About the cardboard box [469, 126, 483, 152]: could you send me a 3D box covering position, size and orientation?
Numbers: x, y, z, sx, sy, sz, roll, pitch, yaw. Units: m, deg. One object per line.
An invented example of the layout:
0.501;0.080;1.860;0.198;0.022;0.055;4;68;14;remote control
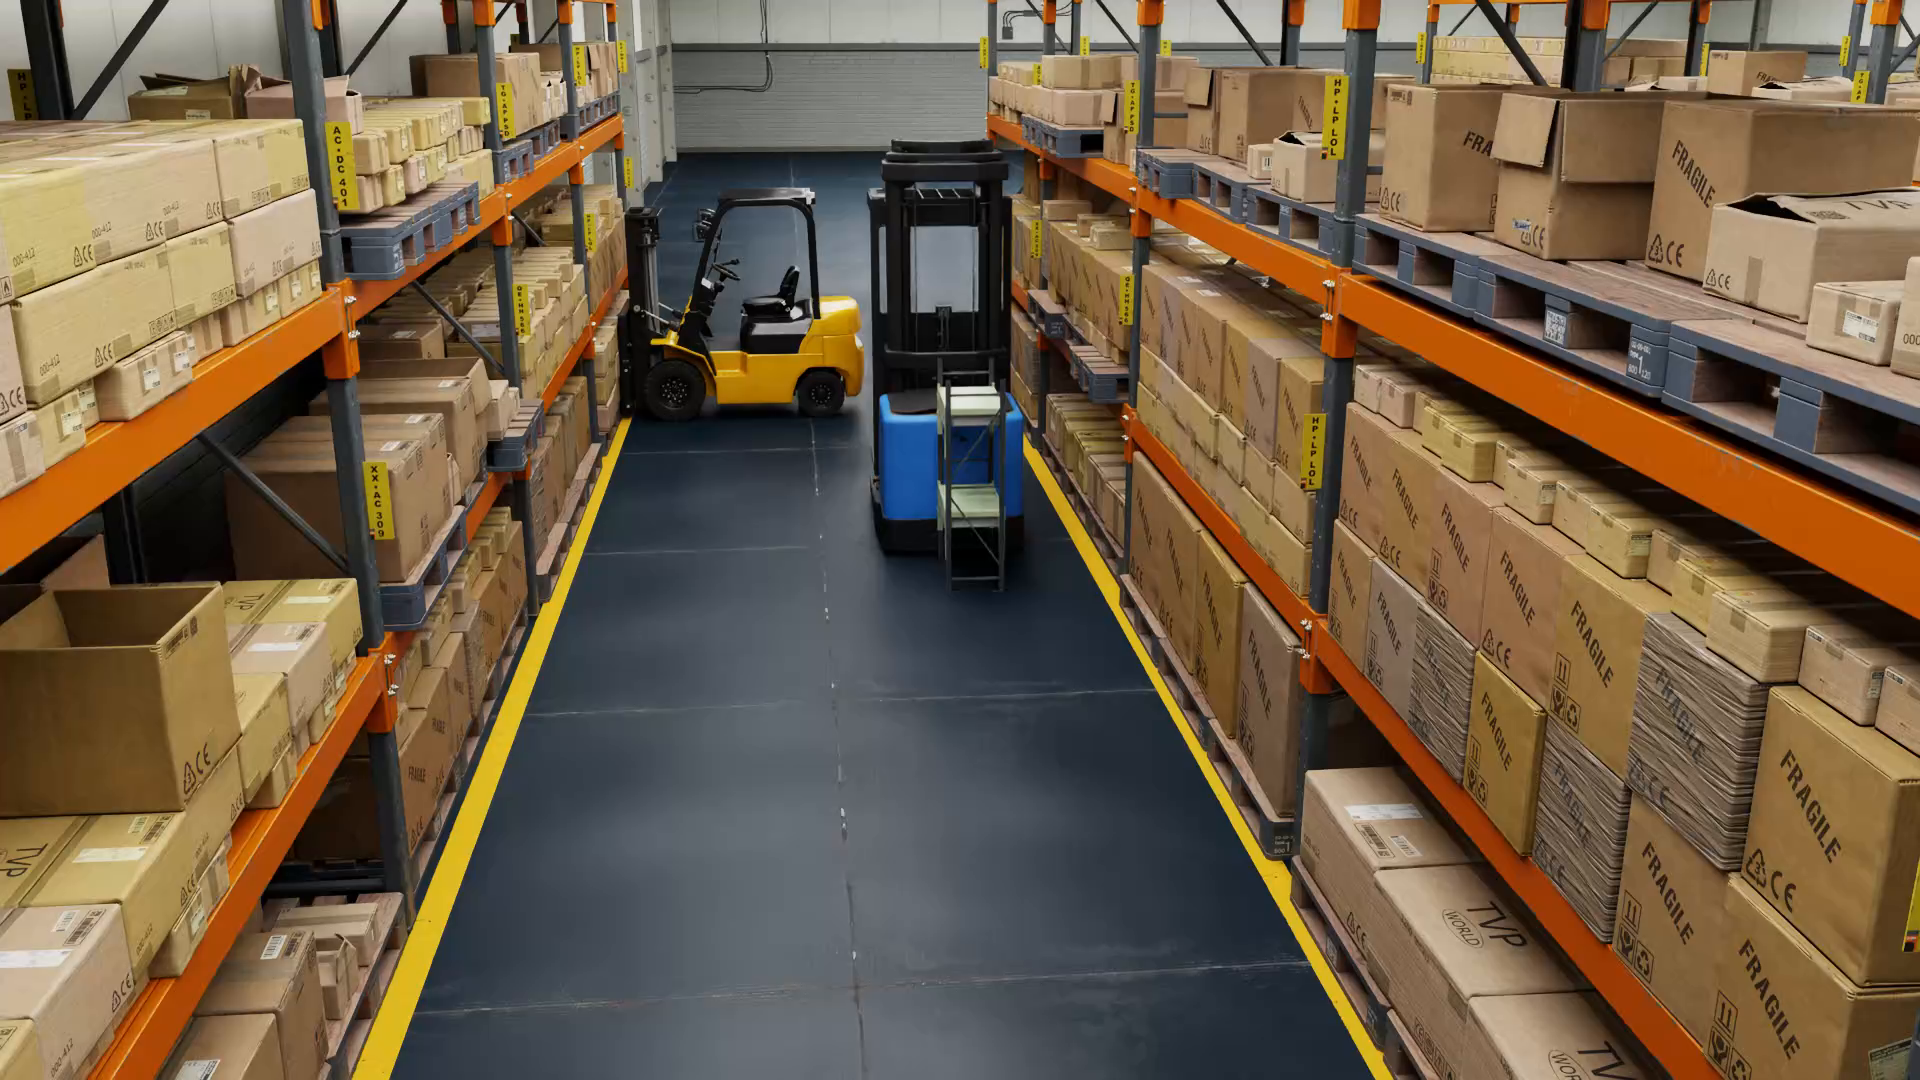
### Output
-3.032;-2.370;9.794;0.380;0.149;0.250;-1;17;-5;cardboard box

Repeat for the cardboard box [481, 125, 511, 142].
-3.041;-2.599;10.462;0.380;0.166;0.250;-2;18;-6;cardboard box

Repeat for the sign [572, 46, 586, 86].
-3.181;-3.957;13.878;0.100;0.325;0.005;-2;18;-6;sign

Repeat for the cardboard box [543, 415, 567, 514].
-3.503;-0.567;12.738;0.875;0.625;0.625;-3;18;-8;cardboard box

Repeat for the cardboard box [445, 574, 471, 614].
-2.896;0.300;9.103;0.380;0.149;0.250;-3;18;-8;cardboard box

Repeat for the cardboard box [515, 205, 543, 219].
-4.154;-3.077;15.724;0.380;0.149;0.250;-2;18;-6;cardboard box

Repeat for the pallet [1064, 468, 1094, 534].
1.427;-0.338;13.400;1.003;0.211;1.213;-2;18;-6;pallet

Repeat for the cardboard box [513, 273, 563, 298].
-3.198;-1.916;12.521;0.380;0.149;0.250;-2;18;-7;cardboard box

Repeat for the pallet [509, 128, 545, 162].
-3.585;-2.792;11.869;1.003;0.211;1.213;-1;17;-3;pallet

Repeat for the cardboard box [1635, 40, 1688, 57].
6.431;-4.506;15.234;0.380;0.149;0.250;-2;18;-5;cardboard box

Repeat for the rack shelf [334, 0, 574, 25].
-3.514;-3.842;11.760;1.077;0.370;4.000;-2;18;-6;rack shelf

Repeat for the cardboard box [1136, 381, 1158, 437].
1.430;-0.847;10.619;0.500;0.250;0.500;-2;18;-7;cardboard box

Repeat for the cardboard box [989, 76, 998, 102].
0.591;-4.799;17.703;0.500;0.250;0.500;-2;18;-7;cardboard box

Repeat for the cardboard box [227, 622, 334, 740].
-2.533;0.496;5.842;0.500;0.250;0.500;-2;18;-5;cardboard box

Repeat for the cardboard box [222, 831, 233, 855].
-2.469;0.941;5.091;0.380;0.149;0.250;-2;18;-6;cardboard box

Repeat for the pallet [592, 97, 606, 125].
-3.957;-4.115;15.915;1.003;0.211;1.213;-2;18;-6;pallet

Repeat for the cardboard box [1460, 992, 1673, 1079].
2.184;1.867;5.298;0.875;0.438;0.875;-1;17;-4;cardboard box

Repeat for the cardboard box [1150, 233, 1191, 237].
1.592;-2.222;13.382;0.500;0.500;0.500;-1;17;-4;cardboard box

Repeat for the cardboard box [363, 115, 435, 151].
-2.691;-1.912;7.806;0.380;0.149;0.250;-2;18;-5;cardboard box

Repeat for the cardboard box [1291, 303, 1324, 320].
2.094;-1.000;9.017;0.500;0.500;0.500;-2;18;-7;cardboard box

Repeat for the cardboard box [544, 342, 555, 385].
-3.217;-1.289;12.027;0.500;0.250;0.500;-2;18;-7;cardboard box

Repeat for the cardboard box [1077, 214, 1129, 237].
1.128;-2.492;13.160;0.380;0.149;0.250;-1;17;-3;cardboard box

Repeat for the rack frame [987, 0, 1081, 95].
0.804;-6.318;17.779;1.000;3.000;0.127;-2;18;-6;rack frame

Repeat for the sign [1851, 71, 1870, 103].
5.990;-2.956;11.083;0.100;0.325;0.005;-2;18;-6;sign

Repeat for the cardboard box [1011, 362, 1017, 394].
0.776;-1.631;16.752;0.500;0.250;0.500;-2;17;-5;cardboard box

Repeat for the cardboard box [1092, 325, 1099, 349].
1.173;-1.470;12.070;0.380;0.149;0.250;-3;18;-8;cardboard box

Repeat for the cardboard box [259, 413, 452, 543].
-2.776;-0.280;7.692;0.700;0.500;0.500;-2;17;-5;cardboard box

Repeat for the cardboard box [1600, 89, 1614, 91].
5.774;-4.105;15.289;0.380;0.149;0.250;-2;18;-6;cardboard box

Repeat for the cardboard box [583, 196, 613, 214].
-3.655;-3.323;16.508;0.380;0.149;0.250;-1;17;-5;cardboard box

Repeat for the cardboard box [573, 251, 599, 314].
-3.506;-2.298;14.821;0.500;0.500;0.500;-2;18;-7;cardboard box

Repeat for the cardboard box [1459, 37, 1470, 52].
5.512;-5.243;17.583;0.380;0.149;0.250;-2;17;-5;cardboard box

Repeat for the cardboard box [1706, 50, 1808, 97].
6.085;-3.492;12.748;0.500;0.500;0.500;-2;18;-6;cardboard box

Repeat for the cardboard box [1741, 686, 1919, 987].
2.168;0.650;3.763;0.500;0.500;0.500;-1;17;-4;cardboard box

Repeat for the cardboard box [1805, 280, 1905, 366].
2.196;-0.502;3.812;0.380;0.149;0.250;-3;18;-10;cardboard box

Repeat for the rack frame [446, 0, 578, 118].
-3.720;-4.972;13.491;1.000;3.000;0.127;-2;18;-6;rack frame

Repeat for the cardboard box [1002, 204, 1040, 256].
0.688;-3.190;17.166;0.500;0.500;0.500;-2;18;-7;cardboard box

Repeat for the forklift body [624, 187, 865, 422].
-2.122;-2.388;16.692;2.313;2.155;1.214;-2;18;-6;forklift body

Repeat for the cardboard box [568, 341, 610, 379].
-3.458;-1.629;15.079;0.500;0.250;0.500;-2;18;-6;cardboard box

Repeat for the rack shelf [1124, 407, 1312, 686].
1.836;-0.133;9.295;1.077;0.370;4.000;-2;18;-6;rack shelf

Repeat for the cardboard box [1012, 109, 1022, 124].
0.720;-4.196;16.447;0.380;0.149;0.250;-2;18;-7;cardboard box

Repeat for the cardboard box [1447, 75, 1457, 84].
5.486;-4.936;17.934;0.380;0.149;0.250;-2;18;-5;cardboard box

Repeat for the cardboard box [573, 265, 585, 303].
-3.415;-2.138;13.896;0.500;0.250;0.500;-2;18;-7;cardboard box

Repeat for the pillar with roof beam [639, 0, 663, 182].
-3.151;-13.212;39.737;9.100;9.000;0.400;-2;18;-6;pillar with roof beam

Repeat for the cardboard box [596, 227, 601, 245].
-3.526;-2.800;15.337;0.380;0.149;0.250;-1;17;-4;cardboard box

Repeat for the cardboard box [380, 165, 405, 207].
-2.522;-1.465;6.880;0.380;0.149;0.250;-2;17;-5;cardboard box

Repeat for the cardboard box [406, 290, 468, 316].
-3.691;-1.671;11.741;0.380;0.149;0.250;-2;18;-6;cardboard box

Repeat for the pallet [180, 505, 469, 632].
-2.869;0.124;7.595;1.003;0.211;1.213;-2;18;-6;pallet

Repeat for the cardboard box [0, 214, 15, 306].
-2.312;-0.567;3.385;0.500;0.250;0.500;-2;18;-6;cardboard box

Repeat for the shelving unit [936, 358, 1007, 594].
0.073;-0.460;11.639;0.431;1.500;0.755;-1;17;-5;shelving unit

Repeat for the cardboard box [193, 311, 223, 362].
-2.504;-0.632;5.095;0.380;0.149;0.250;-1;17;-4;cardboard box

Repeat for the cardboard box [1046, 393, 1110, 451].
1.273;-1.055;14.715;0.950;0.372;0.625;-2;17;-5;cardboard box

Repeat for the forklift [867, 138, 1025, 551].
-0.166;-1.709;13.227;1.130;2.935;3.031;-1;17;-5;forklift

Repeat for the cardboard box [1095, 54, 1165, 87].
1.403;-3.894;13.779;0.500;0.250;0.500;-1;17;-4;cardboard box

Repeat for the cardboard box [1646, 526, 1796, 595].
2.116;0.070;4.526;0.380;0.149;0.250;-2;18;-6;cardboard box

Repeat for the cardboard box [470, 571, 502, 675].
-2.952;0.499;9.552;0.500;0.500;0.500;-1;17;-3;cardboard box

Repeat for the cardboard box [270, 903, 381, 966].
-2.545;1.590;6.662;0.380;0.149;0.250;-2;18;-7;cardboard box

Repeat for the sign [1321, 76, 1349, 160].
1.503;-1.689;6.653;0.100;0.325;0.005;-2;18;-6;sign
